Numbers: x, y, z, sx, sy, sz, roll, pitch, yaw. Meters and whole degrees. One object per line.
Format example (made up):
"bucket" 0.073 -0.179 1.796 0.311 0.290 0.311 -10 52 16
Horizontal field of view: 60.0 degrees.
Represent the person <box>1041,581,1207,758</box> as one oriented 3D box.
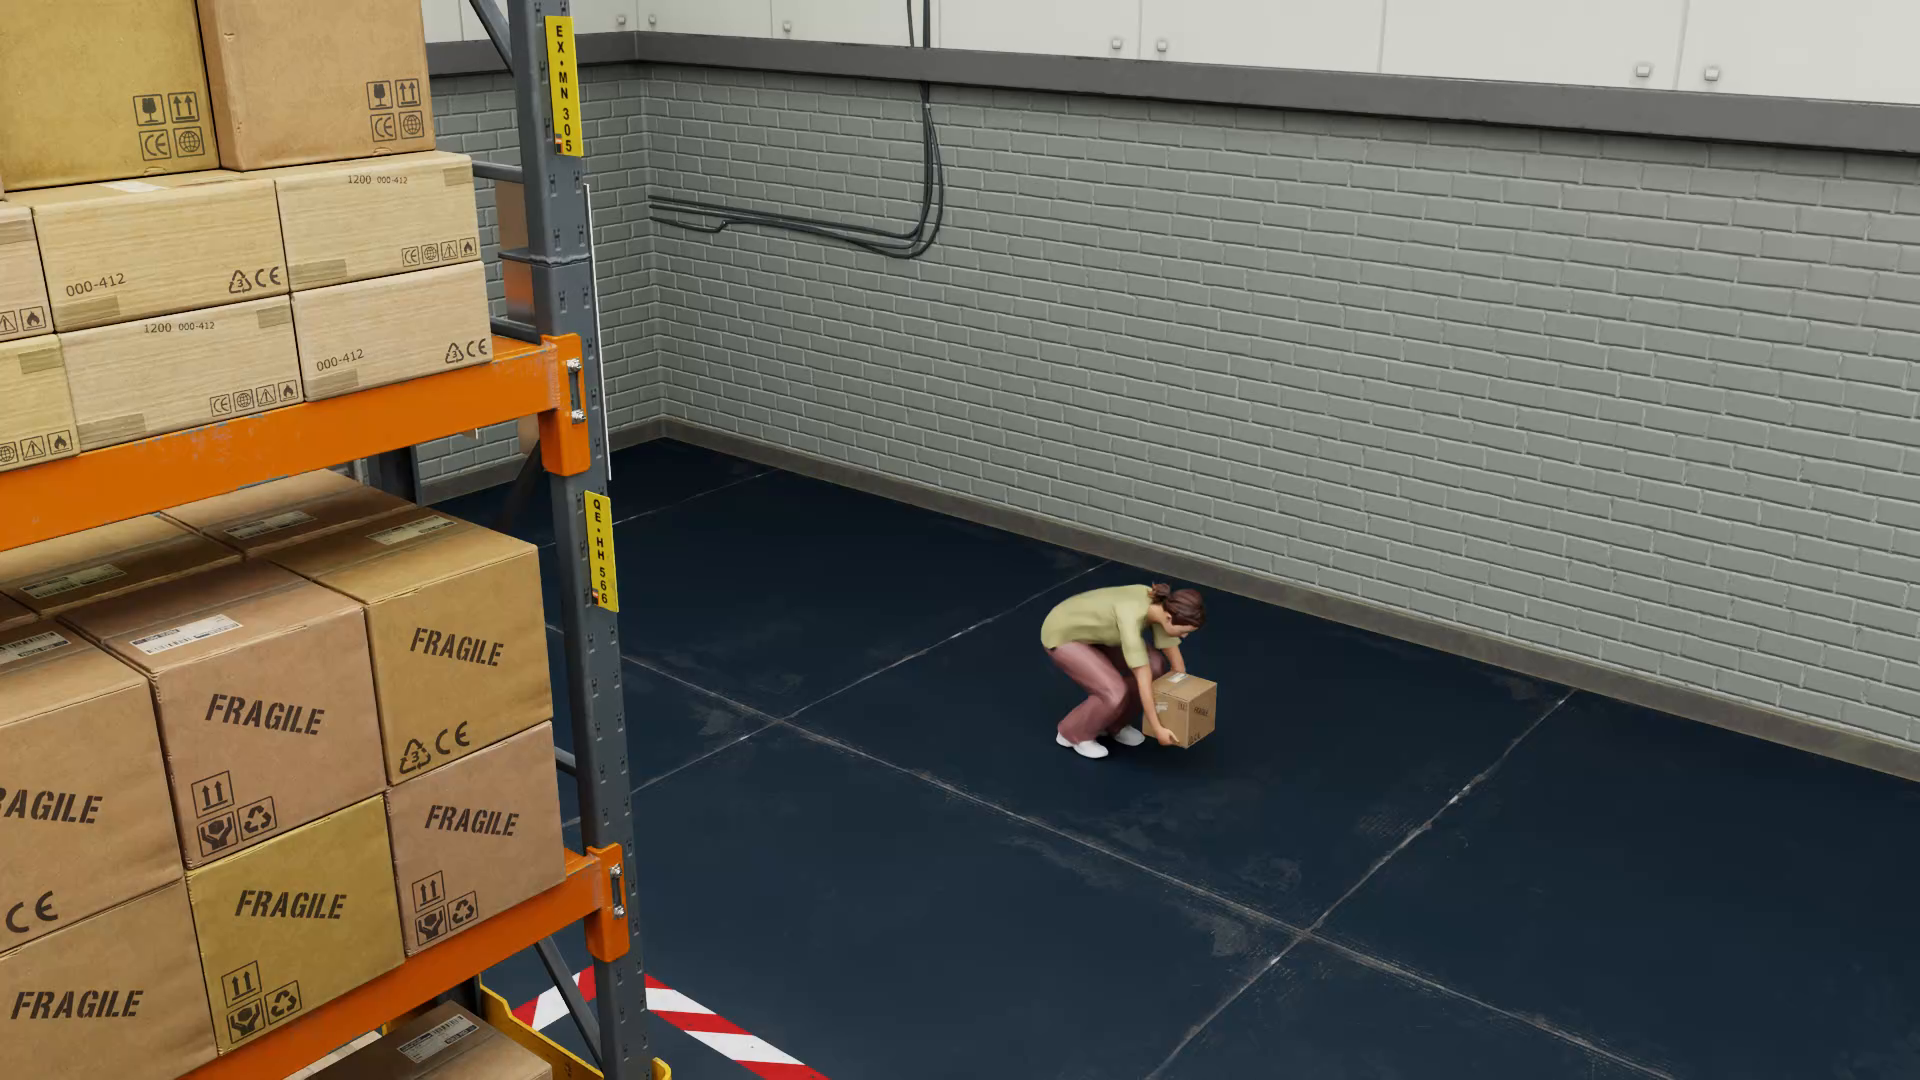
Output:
"person" 0.785 0.605 8.034 0.836 0.920 0.455 15 25 35
